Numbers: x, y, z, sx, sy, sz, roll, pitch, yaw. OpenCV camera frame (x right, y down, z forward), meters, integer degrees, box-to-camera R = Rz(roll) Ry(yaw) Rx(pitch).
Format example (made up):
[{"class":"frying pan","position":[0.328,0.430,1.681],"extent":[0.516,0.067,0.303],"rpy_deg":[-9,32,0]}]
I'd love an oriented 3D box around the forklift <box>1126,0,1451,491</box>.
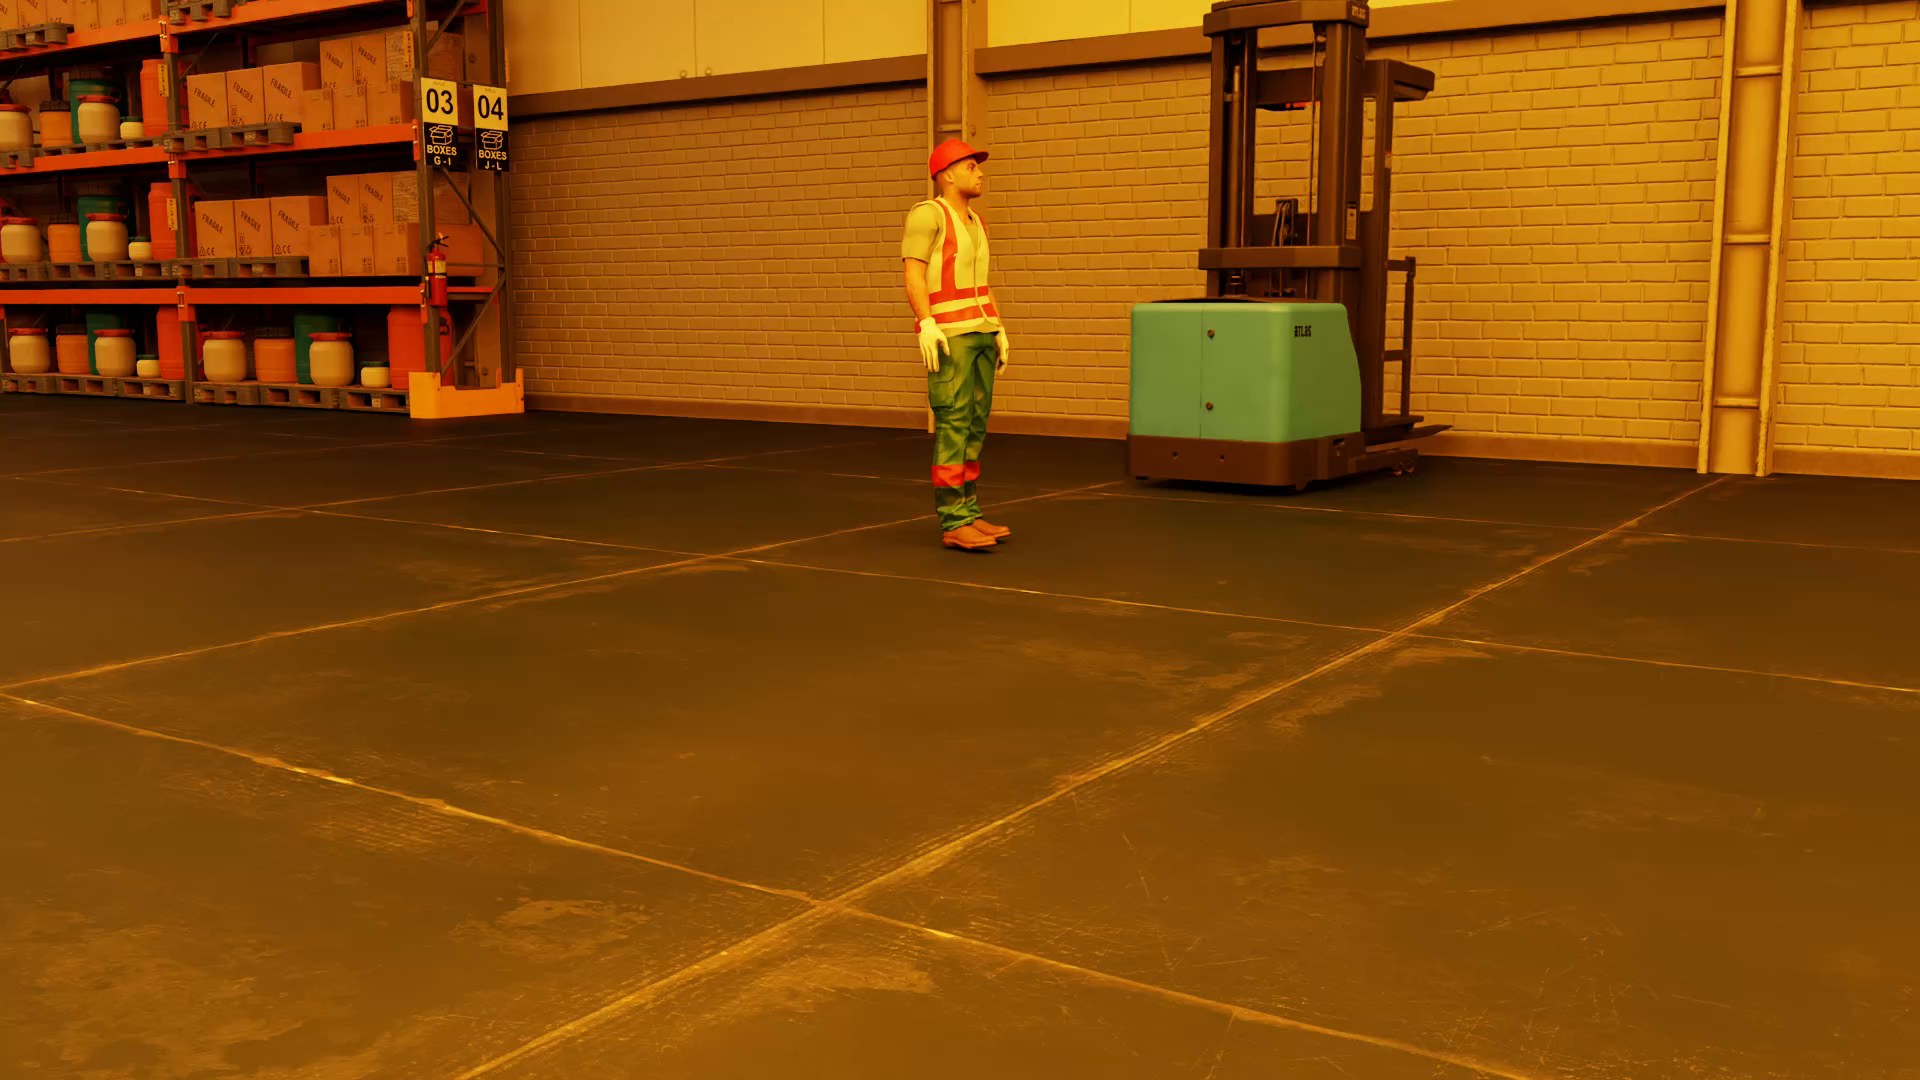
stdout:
[{"class":"forklift","position":[2.263,-1.887,10.463],"extent":[1.130,2.935,3.031],"rpy_deg":[6,10,36]}]

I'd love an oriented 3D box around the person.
[{"class":"person","position":[0.061,-0.885,7.423],"extent":[0.562,1.789,0.638],"rpy_deg":[5,10,34]}]
